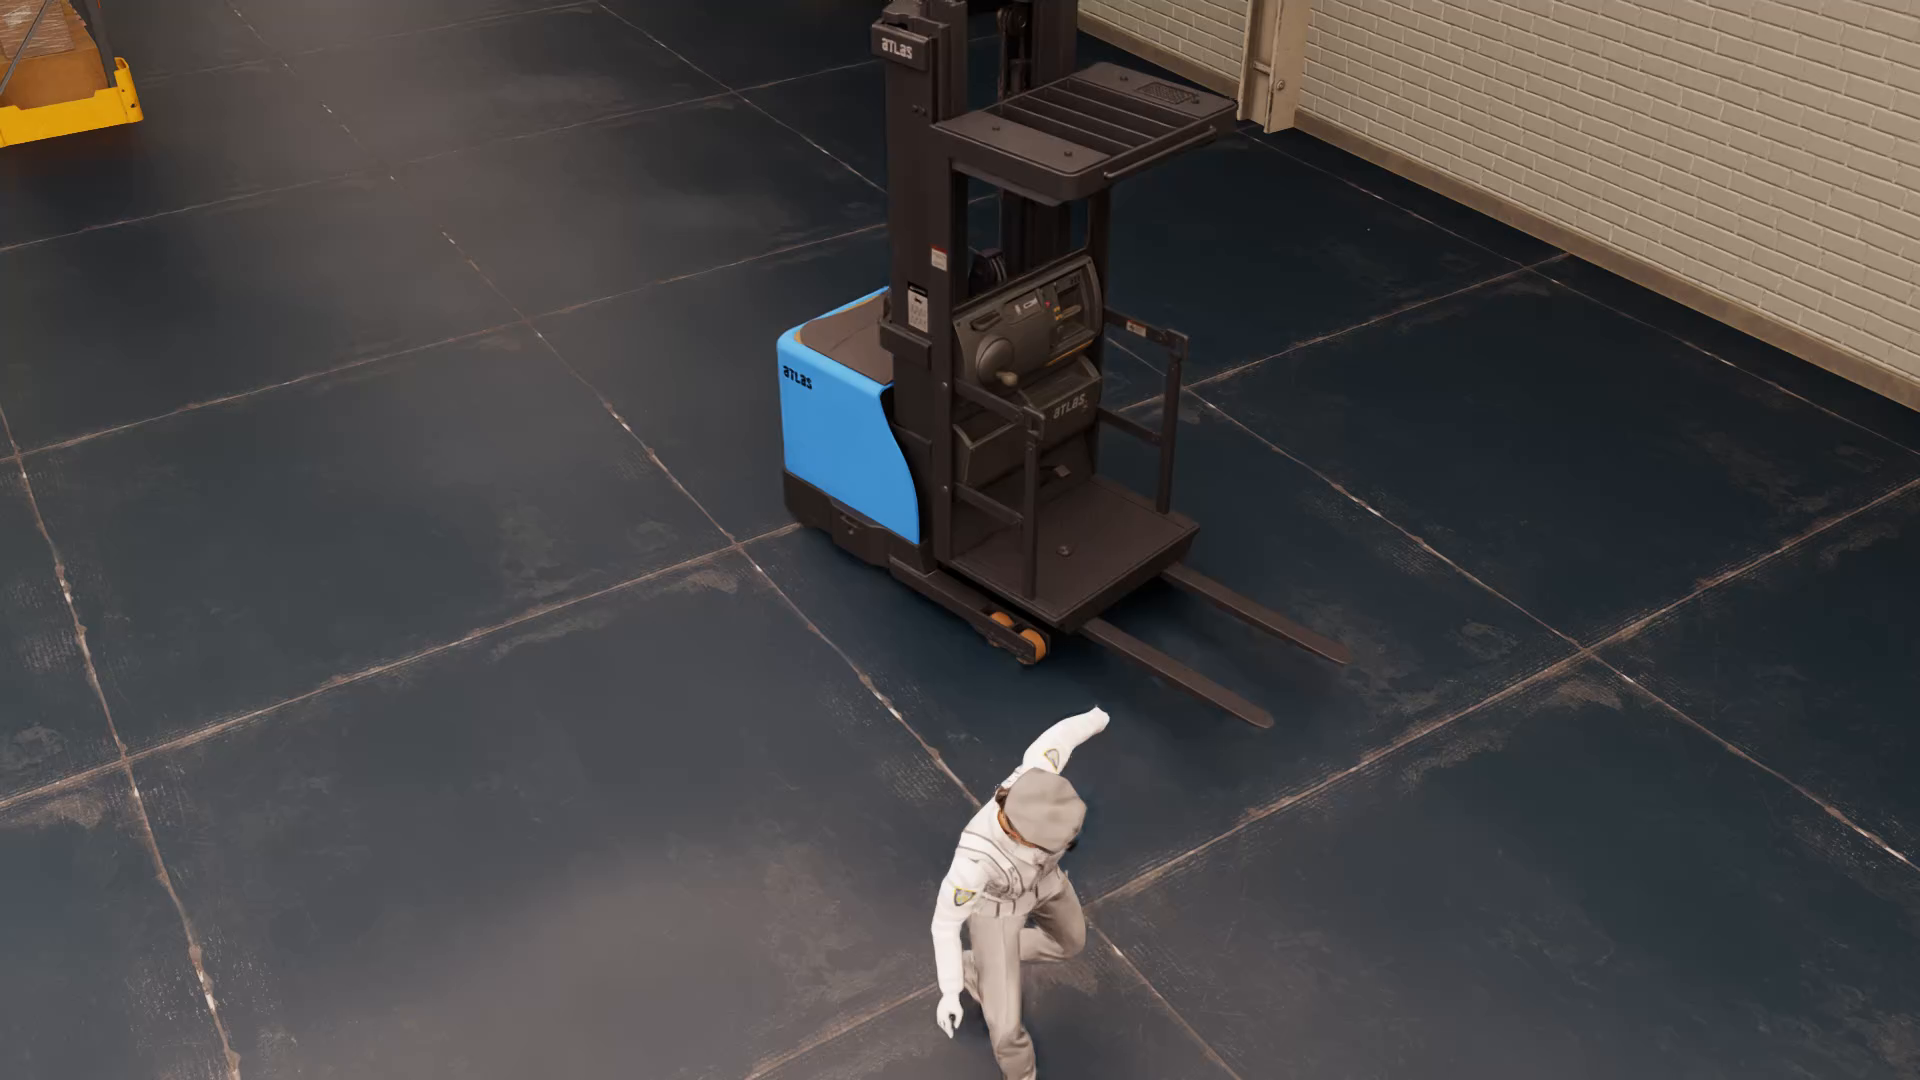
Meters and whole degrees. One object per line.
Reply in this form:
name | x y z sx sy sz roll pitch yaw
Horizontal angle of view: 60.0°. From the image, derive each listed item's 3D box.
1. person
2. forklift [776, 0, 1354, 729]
person | 0.266 1.205 5.694 1.092 1.468 0.694 -29 44 -34
forklift | 0.472 -0.949 7.498 3.031 2.935 1.130 29 44 35
